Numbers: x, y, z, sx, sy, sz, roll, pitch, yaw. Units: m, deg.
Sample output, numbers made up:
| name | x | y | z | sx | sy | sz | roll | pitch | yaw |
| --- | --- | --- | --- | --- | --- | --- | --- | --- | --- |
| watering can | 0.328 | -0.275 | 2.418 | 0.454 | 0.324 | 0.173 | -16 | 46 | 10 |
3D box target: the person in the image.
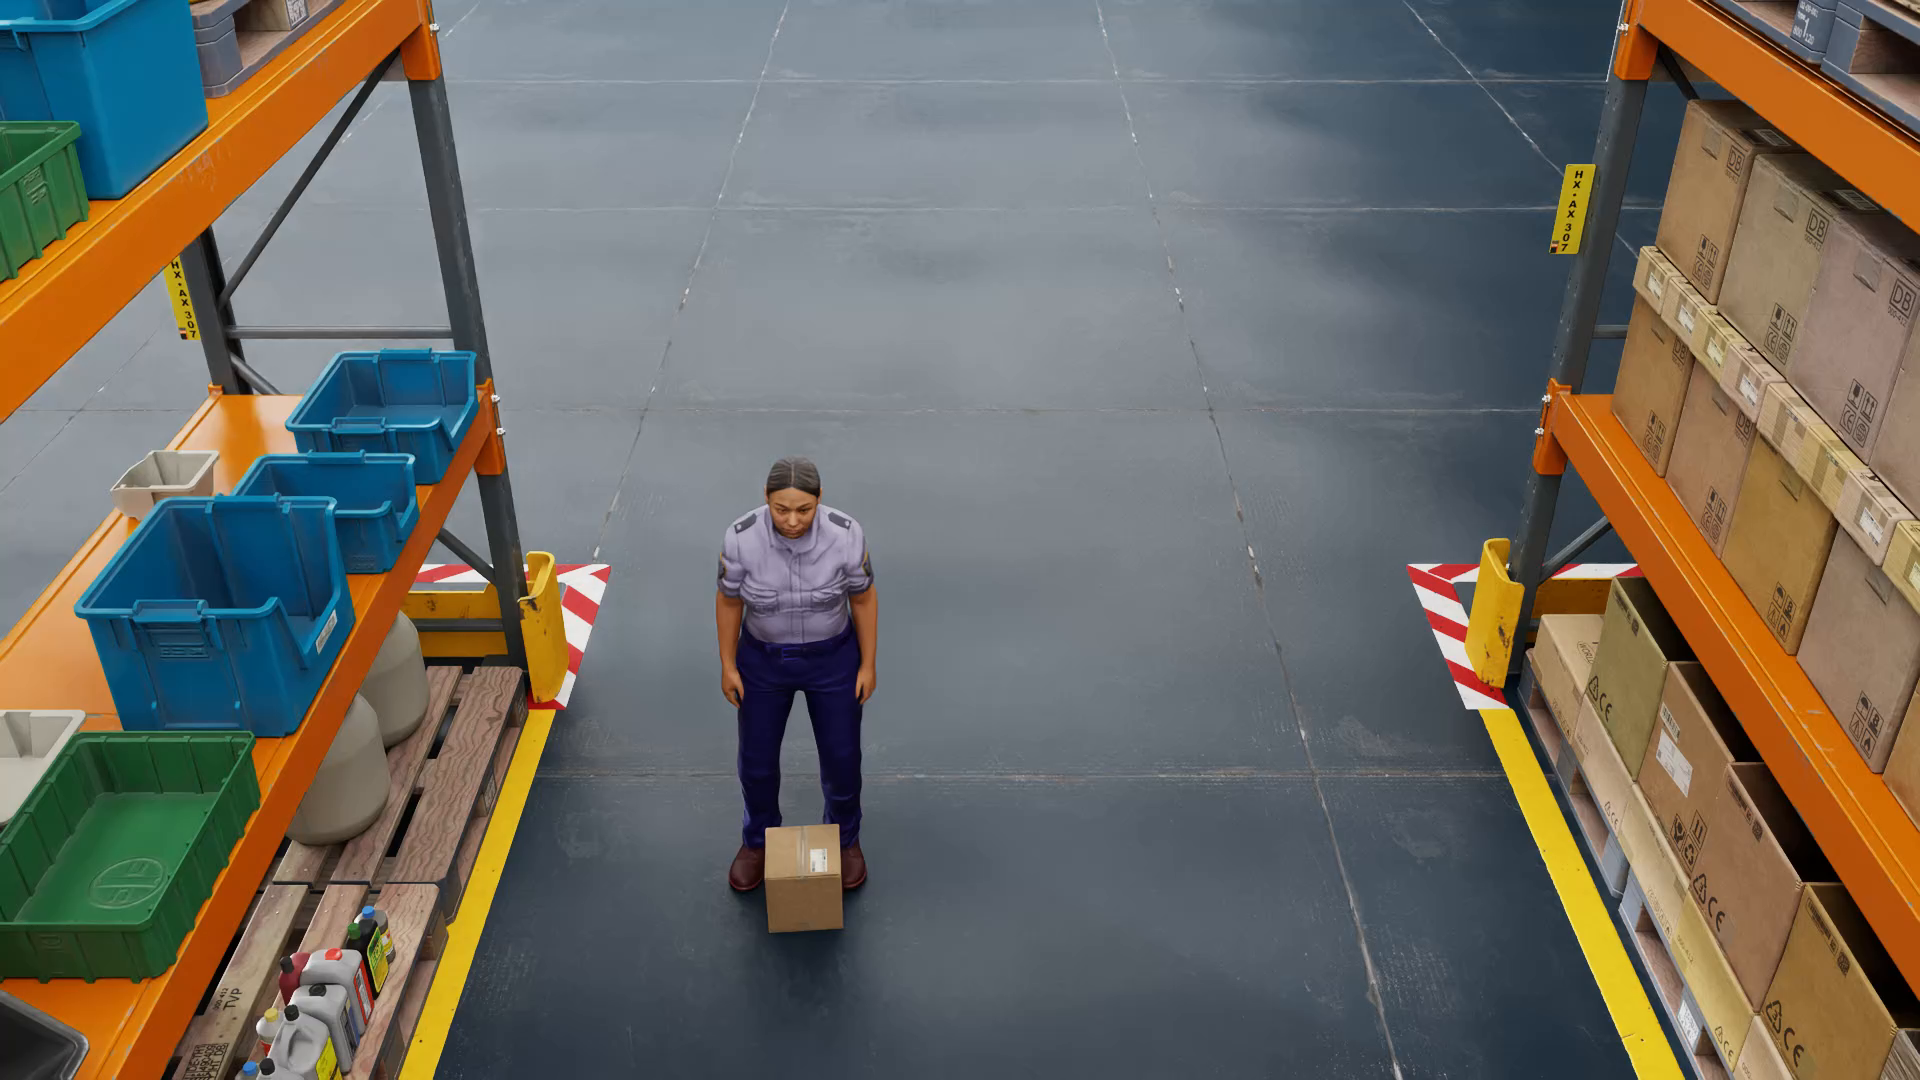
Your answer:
| name | x | y | z | sx | sy | sz | roll | pitch | yaw |
| --- | --- | --- | --- | --- | --- | --- | --- | --- | --- |
| person | -0.538 | 0.423 | 5.457 | 0.538 | 1.652 | 0.371 | 0 | 32 | 0 |
